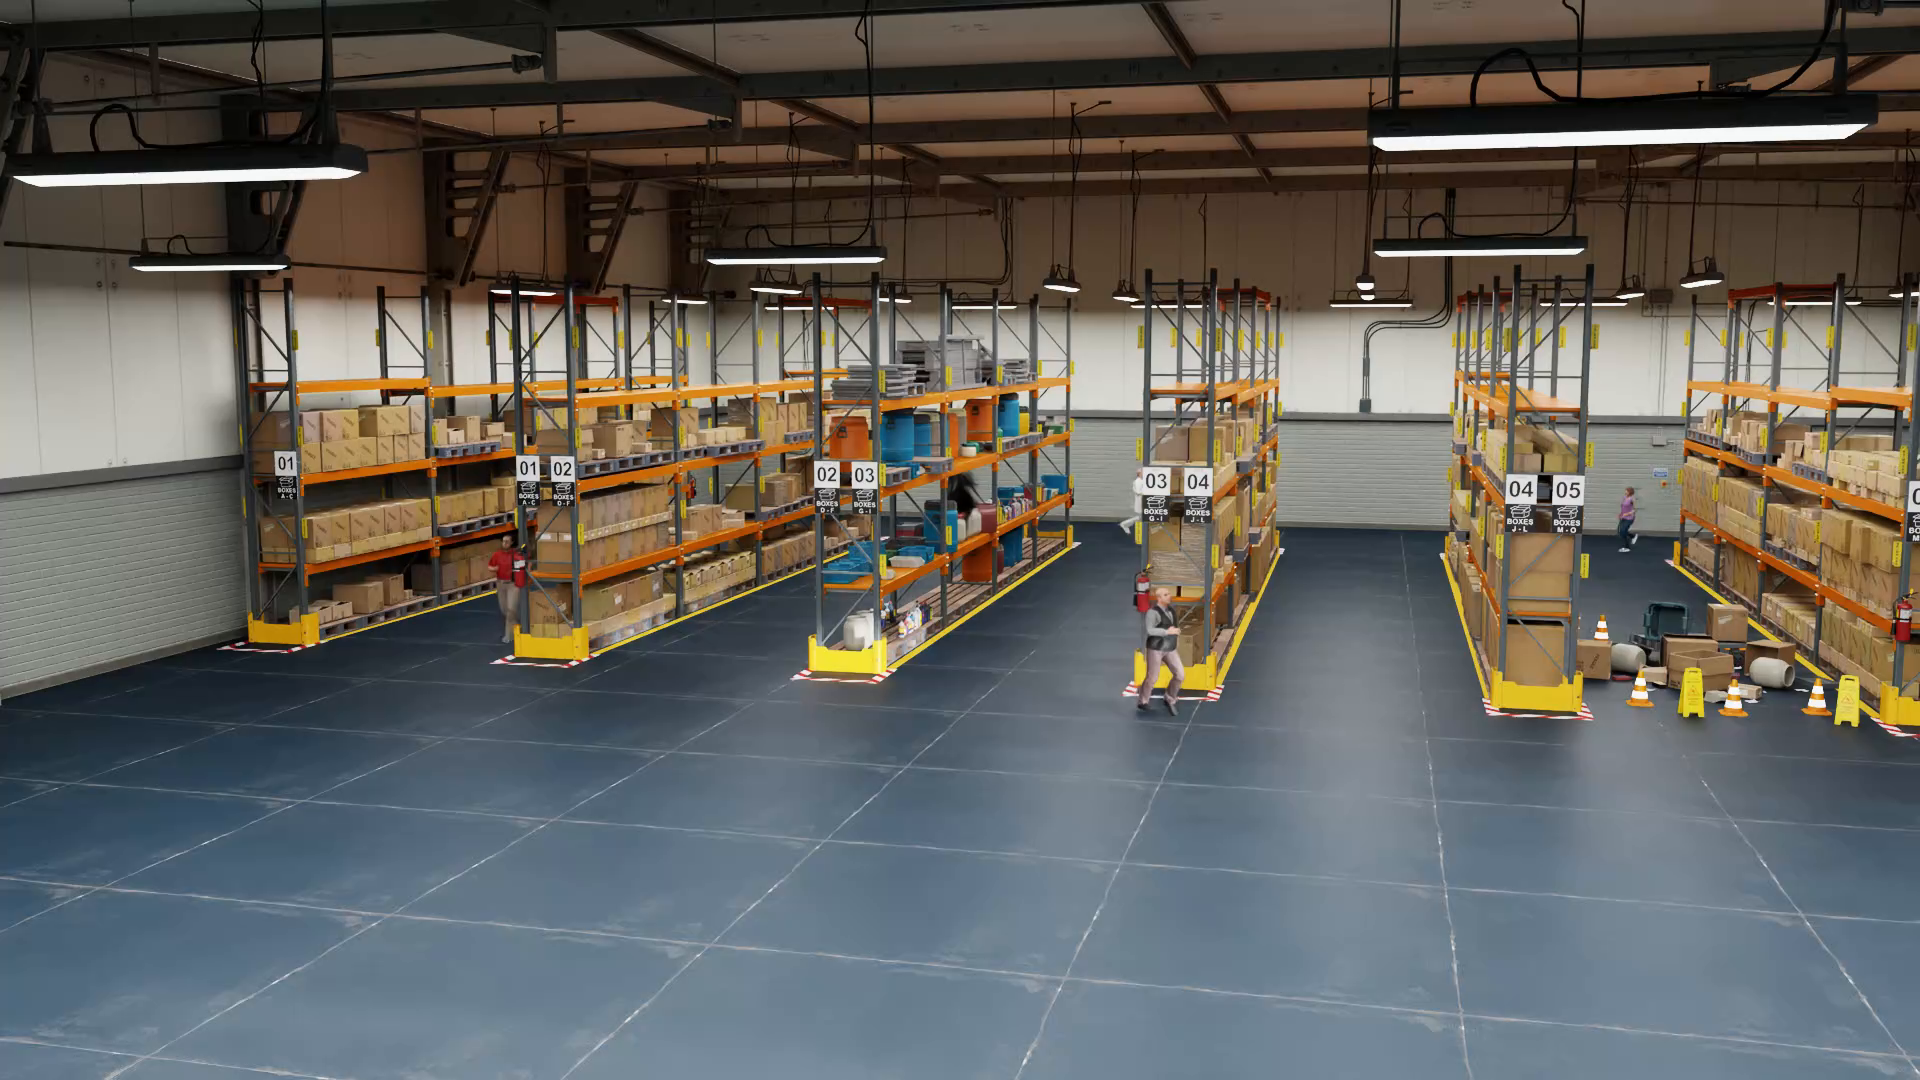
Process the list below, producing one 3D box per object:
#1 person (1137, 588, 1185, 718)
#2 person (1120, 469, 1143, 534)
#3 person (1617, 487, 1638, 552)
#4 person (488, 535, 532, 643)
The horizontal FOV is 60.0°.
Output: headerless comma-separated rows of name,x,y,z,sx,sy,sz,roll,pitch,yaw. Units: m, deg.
person,2.716,1.498,22.200,0.657,1.740,0.744,-5,8,-35
person,4.555,-0.920,42.026,1.008,1.767,0.709,2,7,15
person,15.904,-0.494,39.509,0.548,1.557,0.538,-1,7,-10
person,-7.573,0.787,27.894,0.657,1.733,0.968,1,7,7
